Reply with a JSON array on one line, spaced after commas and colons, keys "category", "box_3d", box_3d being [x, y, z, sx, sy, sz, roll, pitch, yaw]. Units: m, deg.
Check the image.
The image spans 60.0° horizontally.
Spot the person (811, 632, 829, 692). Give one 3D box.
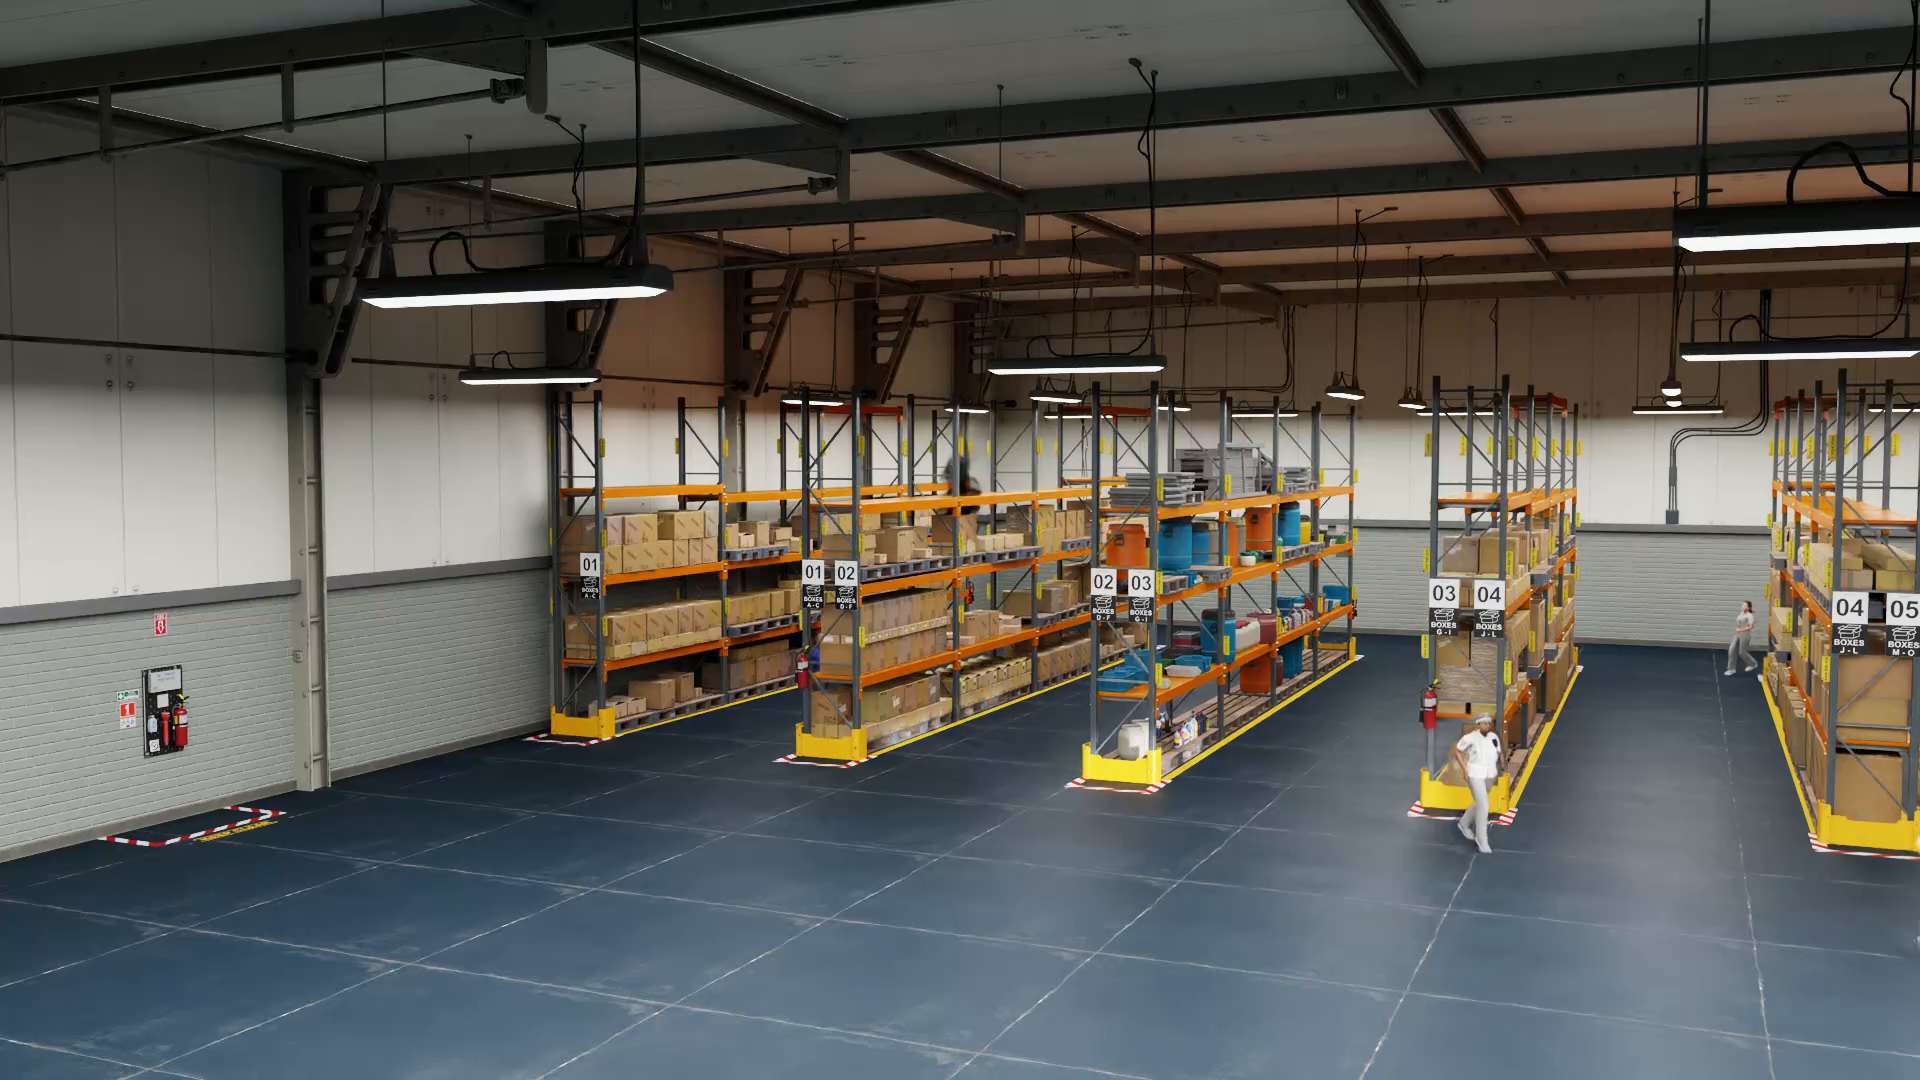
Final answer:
[{"category": "person", "box_3d": [-2.520, 2.514, 30.041, 0.560, 1.713, 0.728, 1, 3, 19]}]

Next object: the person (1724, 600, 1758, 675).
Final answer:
[{"category": "person", "box_3d": [17.296, 2.159, 36.623, 0.820, 1.672, 0.584, -1, 3, -12]}]

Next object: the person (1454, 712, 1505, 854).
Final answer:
[{"category": "person", "box_3d": [6.527, 3.001, 20.897, 0.574, 1.749, 0.775, -1, 3, -22]}]
